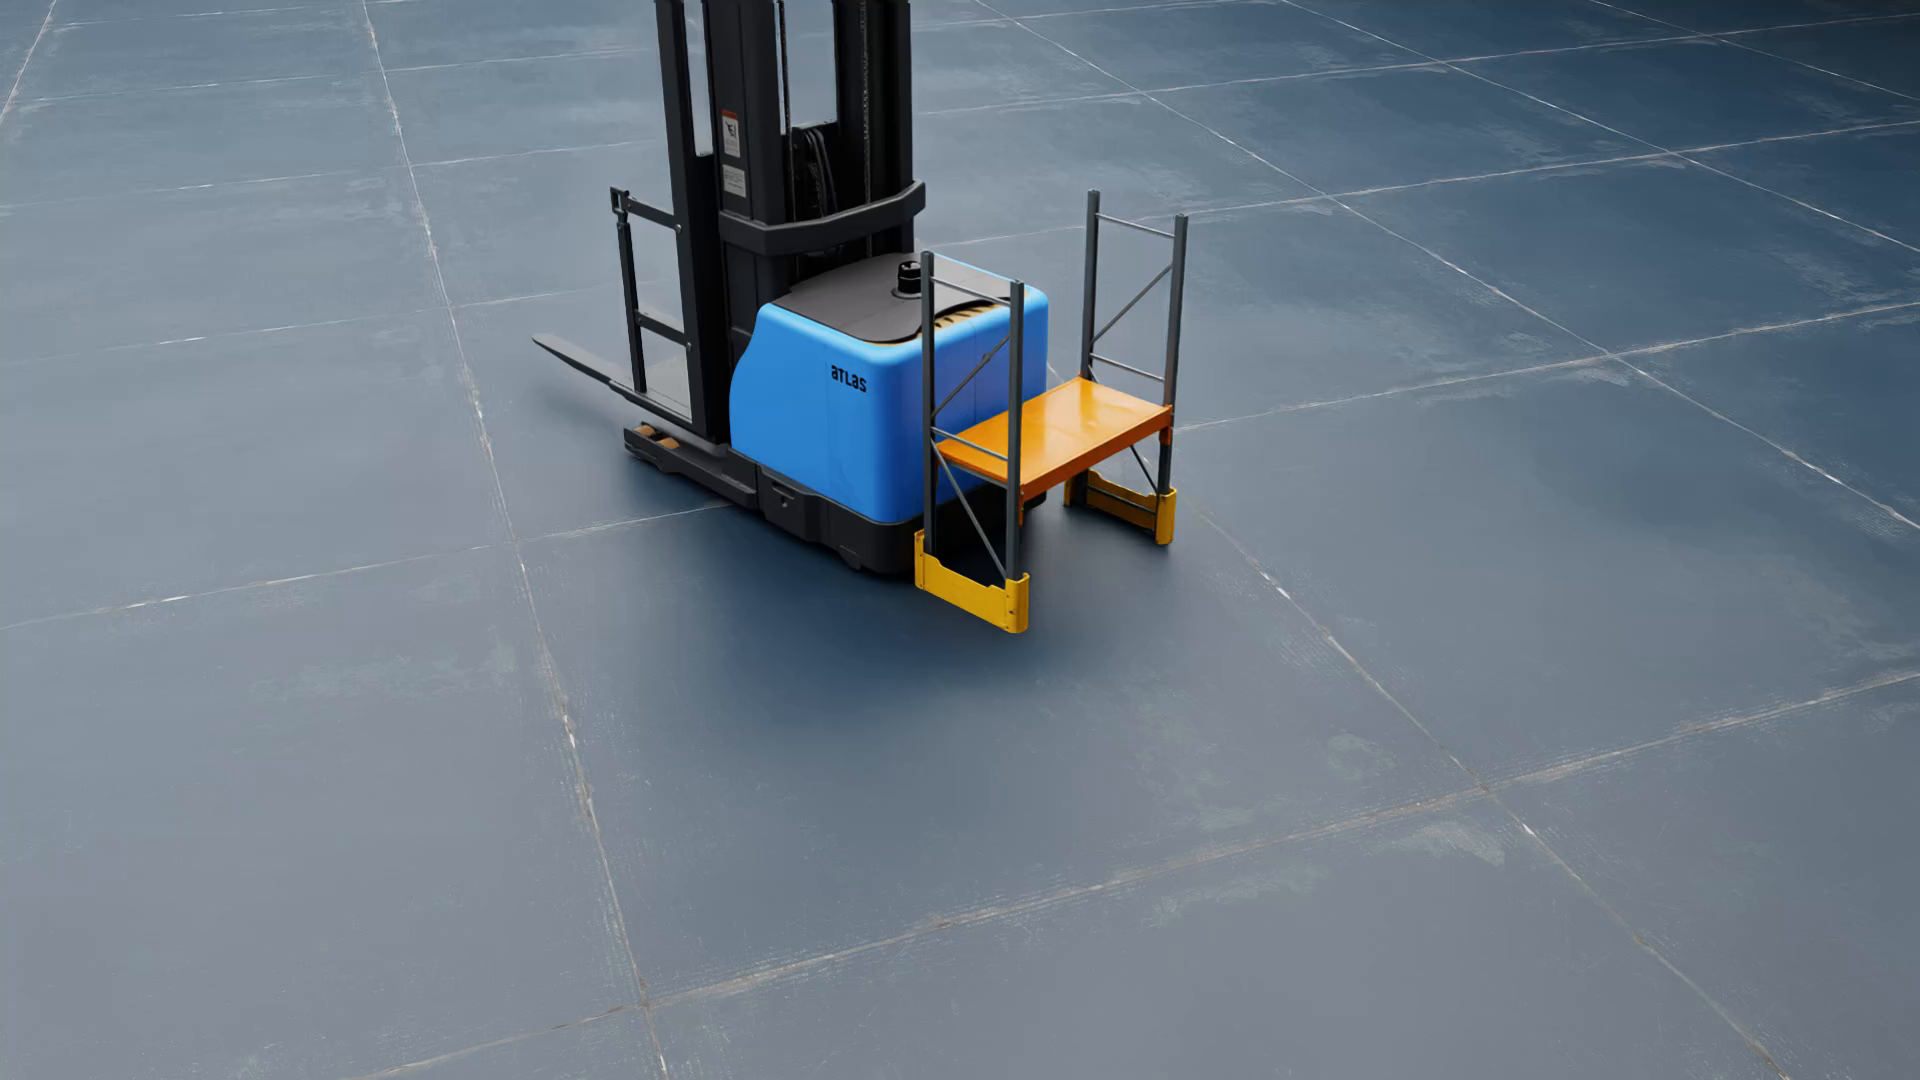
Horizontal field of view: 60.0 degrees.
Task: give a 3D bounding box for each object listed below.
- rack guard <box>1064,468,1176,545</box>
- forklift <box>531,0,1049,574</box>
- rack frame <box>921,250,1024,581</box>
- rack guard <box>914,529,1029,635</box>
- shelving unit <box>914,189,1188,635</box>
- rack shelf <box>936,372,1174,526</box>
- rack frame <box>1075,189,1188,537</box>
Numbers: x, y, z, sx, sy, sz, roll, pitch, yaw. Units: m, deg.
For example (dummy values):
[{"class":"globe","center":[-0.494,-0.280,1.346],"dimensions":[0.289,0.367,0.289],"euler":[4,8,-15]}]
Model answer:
[{"class":"rack guard","center":[0.719,-0.194,7.546],"dimensions":[0.587,0.250,0.087],"euler":[25,38,36]},{"class":"forklift","center":[-0.997,-1.758,7.584],"dimensions":[1.130,2.935,3.031],"euler":[-26,39,-38]},{"class":"rack frame","center":[0.042,-0.374,6.601],"dimensions":[0.500,1.500,0.032],"euler":[25,38,36]},{"class":"rack guard","center":[0.043,0.168,6.911],"dimensions":[0.587,0.250,0.087],"euler":[25,38,36]},{"class":"shelving unit","center":[0.381,-0.556,6.919],"dimensions":[0.587,1.500,1.083],"euler":[25,38,36]},{"class":"rack shelf","center":[0.387,-0.403,7.014],"dimensions":[0.538,0.185,1.000],"euler":[25,38,36]},{"class":"rack frame","center":[0.732,-0.744,7.249],"dimensions":[0.500,1.500,0.032],"euler":[25,38,36]}]
